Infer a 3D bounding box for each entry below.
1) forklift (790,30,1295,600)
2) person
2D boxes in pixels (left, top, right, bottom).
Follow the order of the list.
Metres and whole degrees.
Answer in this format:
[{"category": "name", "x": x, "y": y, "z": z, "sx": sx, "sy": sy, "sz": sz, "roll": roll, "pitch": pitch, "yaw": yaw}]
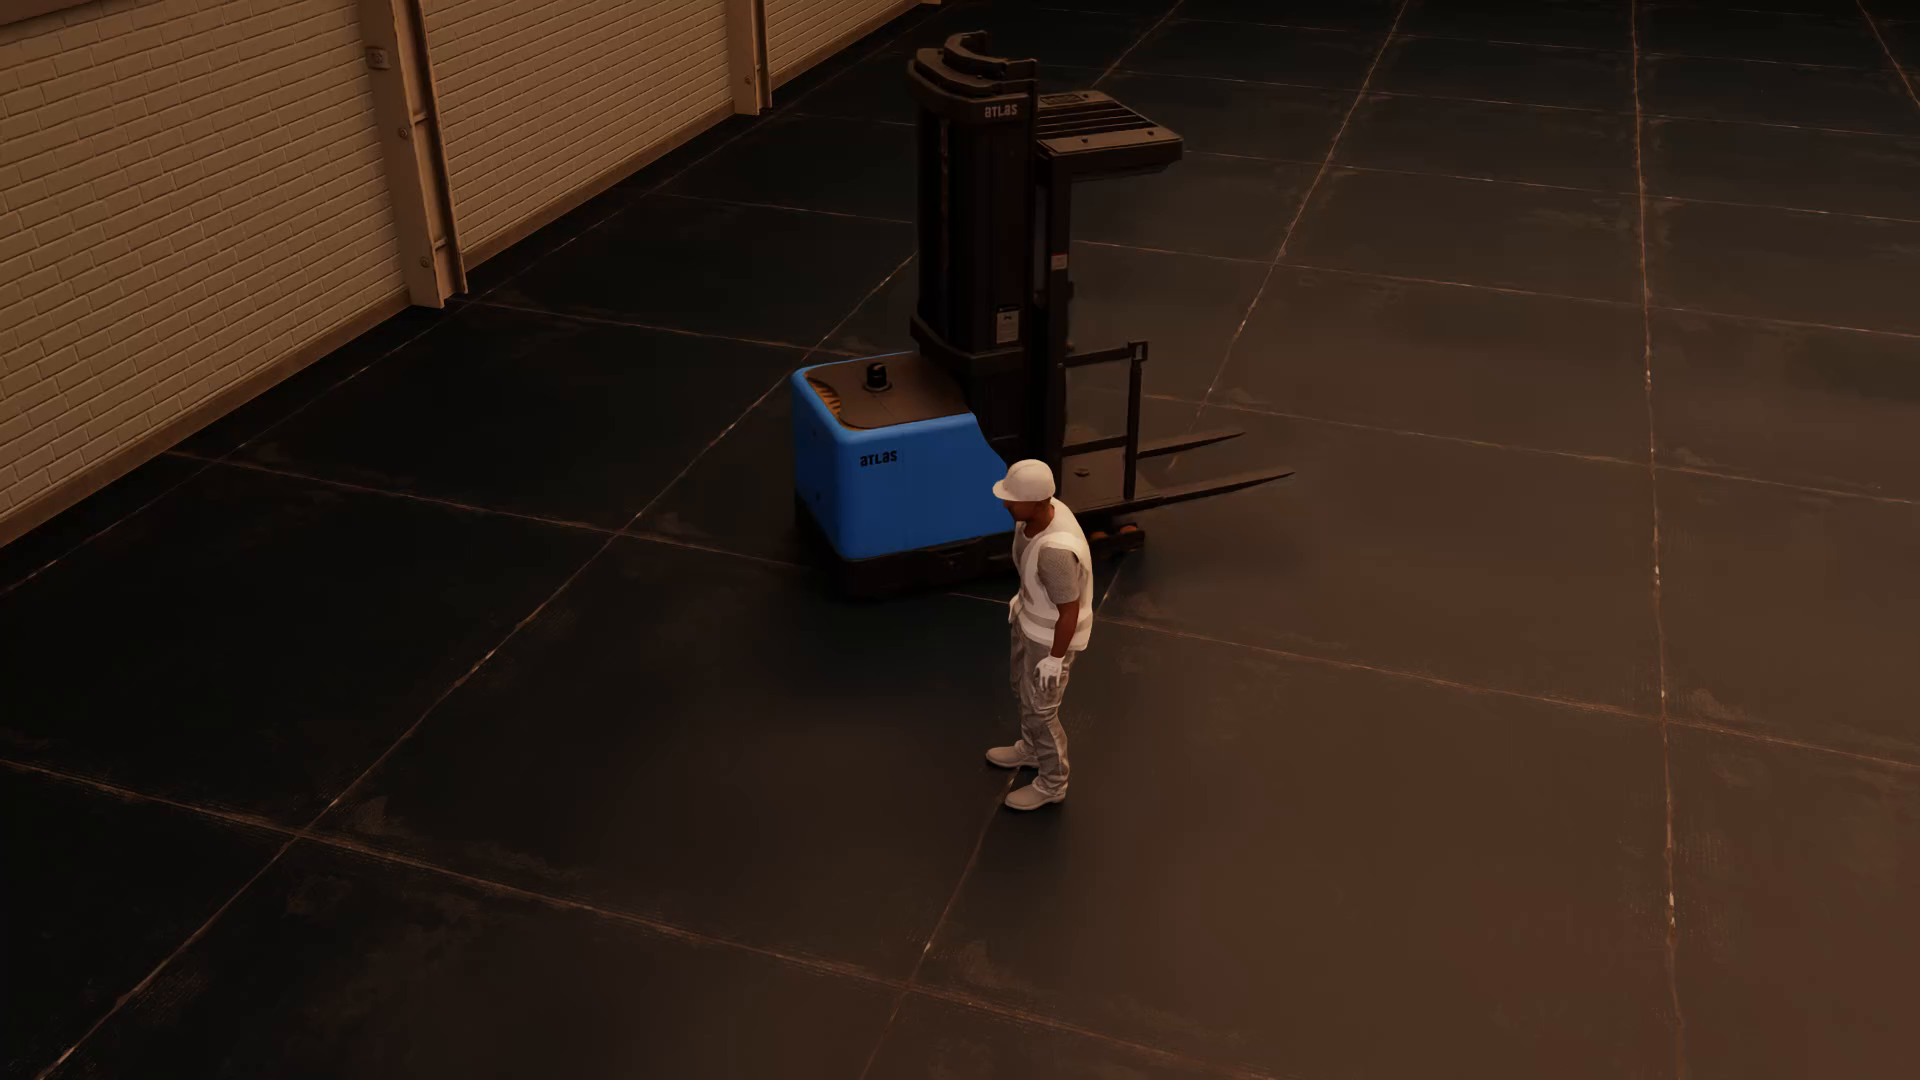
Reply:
[{"category": "forklift", "x": 0.567, "y": -1.386, "z": 9.569, "sx": 3.031, "sy": 2.935, "sz": 1.130, "roll": -11, "pitch": 32, "yaw": -19}, {"category": "person", "x": 0.358, "y": 0.412, "z": 7.588, "sx": 0.451, "sy": 1.772, "sz": 0.623, "roll": -6, "pitch": 30, "yaw": -10}]
